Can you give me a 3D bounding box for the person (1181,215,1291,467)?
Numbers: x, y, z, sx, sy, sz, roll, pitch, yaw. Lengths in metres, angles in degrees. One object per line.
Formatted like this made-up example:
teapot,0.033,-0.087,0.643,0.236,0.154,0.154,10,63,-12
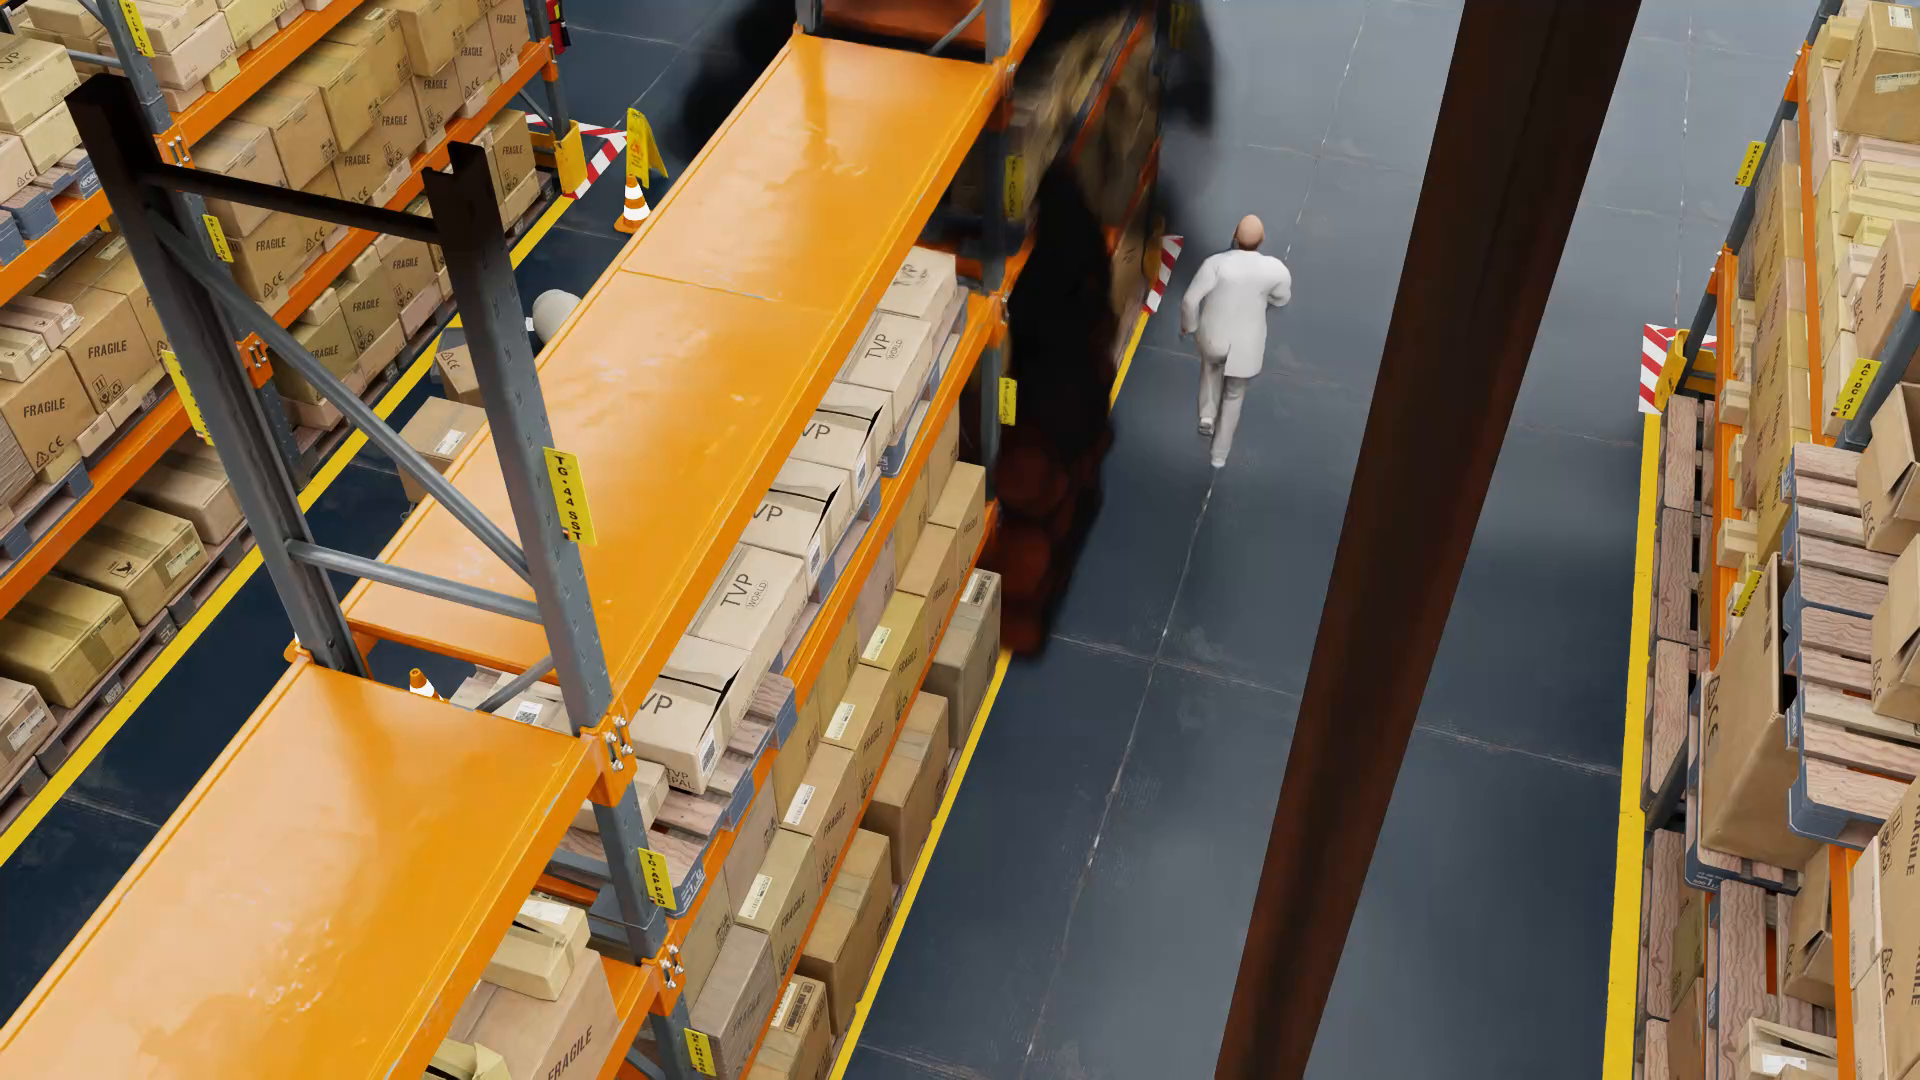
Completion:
person,1.765,-1.338,10.834,0.672,1.829,0.827,8,46,7
